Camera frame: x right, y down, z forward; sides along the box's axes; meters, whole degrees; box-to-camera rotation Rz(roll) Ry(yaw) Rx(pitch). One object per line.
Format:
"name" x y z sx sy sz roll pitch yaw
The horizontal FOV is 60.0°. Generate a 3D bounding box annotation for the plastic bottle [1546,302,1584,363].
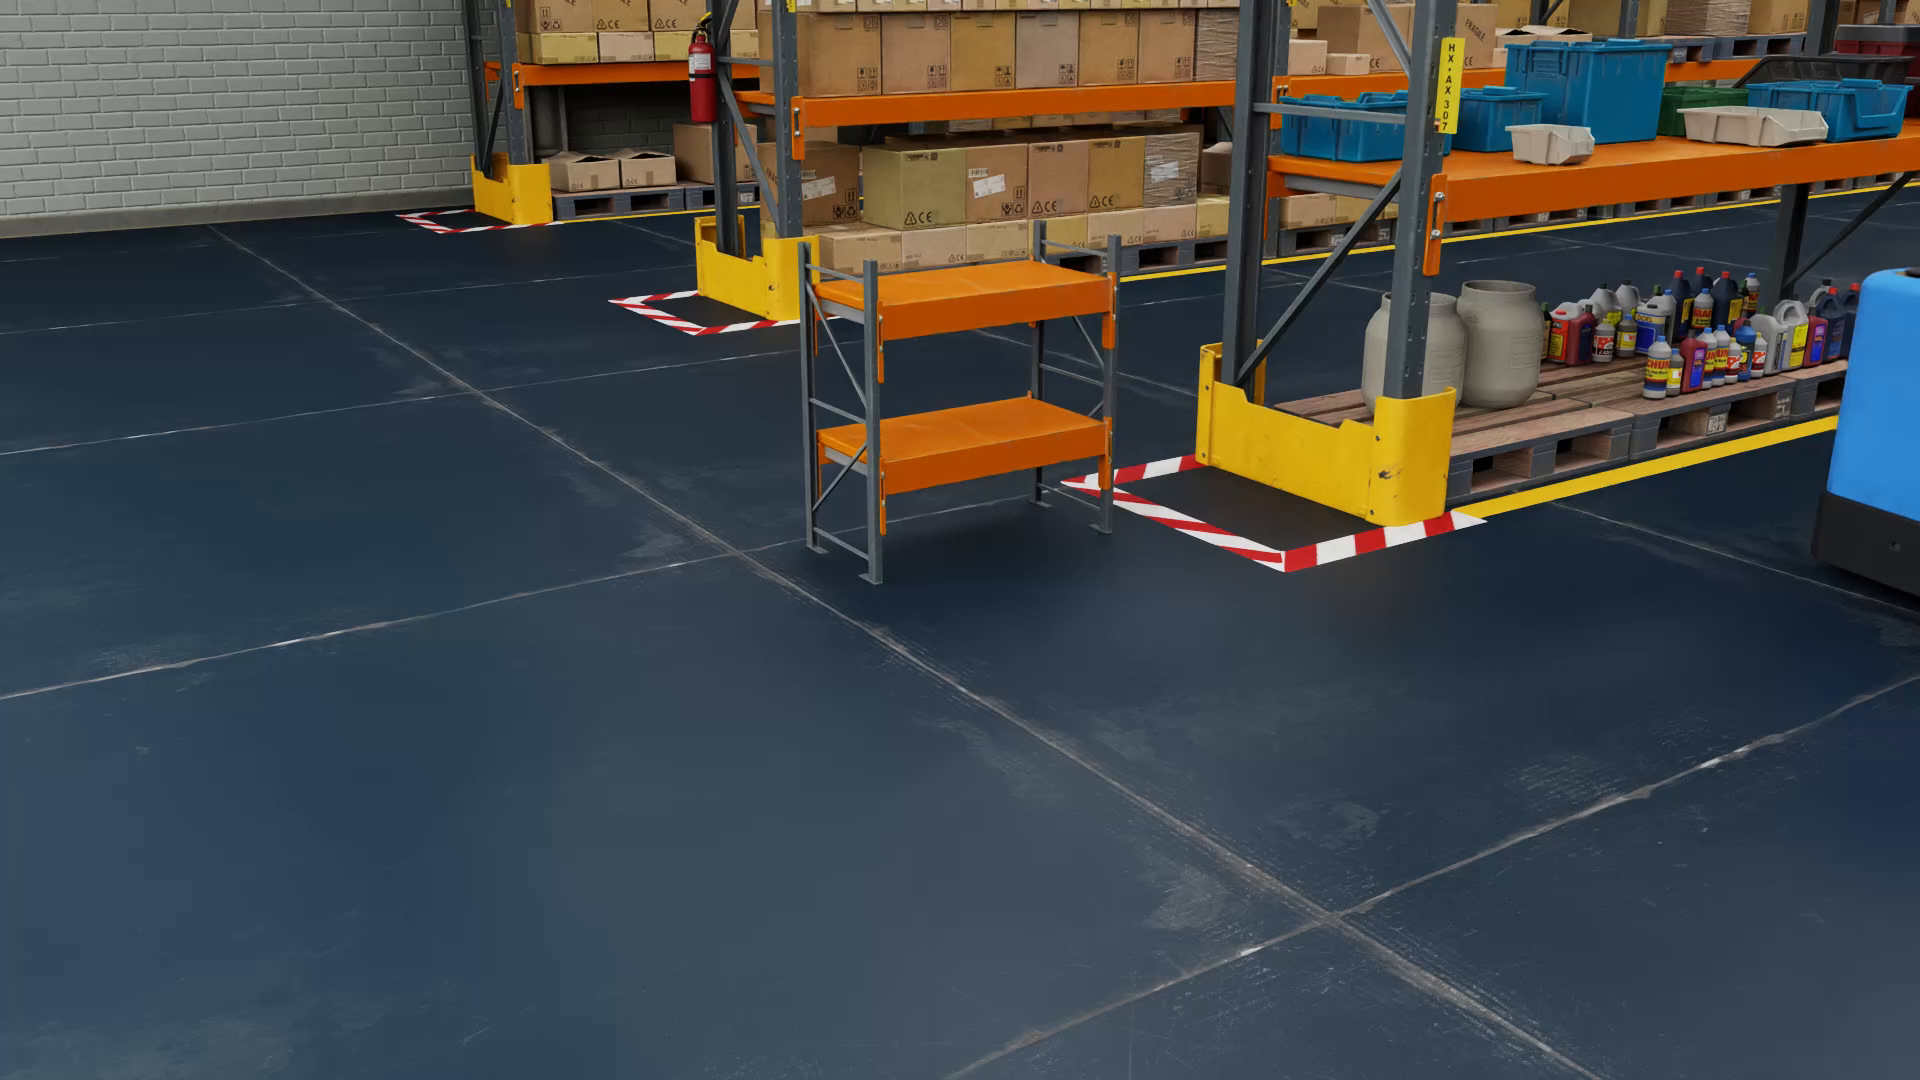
"plastic bottle" 2.951 -1.020 8.144 0.135 0.276 0.152 -12 22 -31

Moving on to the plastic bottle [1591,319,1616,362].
"plastic bottle" 3.151 -0.979 8.139 0.097 0.201 0.097 0 19 0

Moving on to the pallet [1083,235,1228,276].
"pallet" 1.365 -2.204 12.435 1.213 0.211 1.003 -12 22 -31

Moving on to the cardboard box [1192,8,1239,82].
"cardboard box" 1.685 -3.622 12.118 0.500 0.500 0.700 -13 22 -33

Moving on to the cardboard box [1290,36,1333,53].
"cardboard box" 2.685 -3.795 12.995 0.258 0.266 0.396 -13 22 -33

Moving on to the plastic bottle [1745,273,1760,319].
"plastic bottle" 4.266 -1.306 8.996 0.097 0.271 0.097 0 19 0

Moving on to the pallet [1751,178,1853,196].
"pallet" 8.075 -3.589 16.531 1.213 0.211 1.003 -12 22 -31

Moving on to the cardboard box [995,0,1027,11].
"cardboard box" 0.232 -3.543 10.873 0.250 0.149 0.380 -12 22 -32

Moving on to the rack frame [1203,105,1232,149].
"rack frame" 2.665 -5.683 18.372 0.127 3.000 1.000 -12 22 -31

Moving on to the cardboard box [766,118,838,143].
"cardboard box" -1.520 -3.809 16.045 0.500 0.500 0.500 -14 23 -35

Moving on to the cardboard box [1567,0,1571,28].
"cardboard box" 7.683 -6.879 21.440 0.700 0.700 0.980 -13 23 -34

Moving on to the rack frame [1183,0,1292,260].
"rack frame" 2.052 -3.654 12.370 0.127 3.000 1.000 -12 22 -31

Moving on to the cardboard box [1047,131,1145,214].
"cardboard box" 0.945 -2.592 11.694 0.500 0.500 0.500 -12 22 -31

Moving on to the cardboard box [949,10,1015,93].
"cardboard box" -0.038 -3.256 11.035 0.500 0.500 0.700 -12 22 -31

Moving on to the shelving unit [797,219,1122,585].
"shelving unit" 0.006 -0.534 6.068 1.048 1.125 0.538 -12 22 -31

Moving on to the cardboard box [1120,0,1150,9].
"cardboard box" 1.092 -3.725 11.410 0.250 0.149 0.380 -12 22 -32

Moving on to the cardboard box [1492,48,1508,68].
"cardboard box" 4.359 -4.000 13.785 0.250 0.149 0.380 -10 21 -27

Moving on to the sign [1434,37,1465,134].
"sign" 1.731 -1.607 5.883 0.005 0.325 0.100 -12 22 -31

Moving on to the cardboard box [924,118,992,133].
"cardboard box" -0.070 -4.137 17.014 0.500 0.500 0.700 -11 22 -30

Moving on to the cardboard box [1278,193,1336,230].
"cardboard box" 2.525 -2.555 12.757 0.500 0.250 0.500 -13 22 -33

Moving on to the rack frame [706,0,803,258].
"rack frame" -1.289 -2.950 10.286 0.127 3.000 1.000 -12 22 -31

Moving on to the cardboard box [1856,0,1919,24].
"cardboard box" 9.309 -5.128 16.572 0.500 0.500 0.500 -11 22 -30

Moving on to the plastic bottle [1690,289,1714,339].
"plastic bottle" 3.816 -1.156 8.552 0.097 0.271 0.097 0 19 0

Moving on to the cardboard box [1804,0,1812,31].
"cardboard box" 8.215 -5.286 16.385 0.700 0.500 0.500 14 23 35

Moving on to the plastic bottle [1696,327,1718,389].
"plastic bottle" 3.404 -0.836 7.608 0.097 0.271 0.097 0 19 0

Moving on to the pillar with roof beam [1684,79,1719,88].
"pillar with roof beam" 13.493 -9.490 20.264 0.400 9.000 9.100 -12 22 -31

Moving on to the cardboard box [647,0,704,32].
"cardboard box" -2.599 -4.745 14.629 0.500 0.500 0.500 -13 22 -33

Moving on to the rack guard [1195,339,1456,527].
"rack guard" 1.470 -0.466 6.842 0.348 0.500 1.175 -12 22 -31

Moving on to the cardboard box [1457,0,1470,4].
"cardboard box" 5.759 -6.437 19.949 0.500 0.500 0.500 -12 22 -32

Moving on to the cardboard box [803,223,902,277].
"cardboard box" -0.719 -1.881 10.763 0.500 0.250 0.500 -12 22 -31

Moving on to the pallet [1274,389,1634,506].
"pallet" 2.151 -0.471 7.308 1.213 0.211 1.003 -12 22 -31

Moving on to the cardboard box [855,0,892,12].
"cardboard box" -0.624 -3.363 10.340 0.250 0.149 0.380 -13 22 -33

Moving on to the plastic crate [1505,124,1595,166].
"plastic crate" 2.357 -1.571 6.619 0.250 0.136 0.298 -12 22 -31

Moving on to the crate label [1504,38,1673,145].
"crate label" 2.821 -2.037 7.532 0.616 0.435 0.502 -12 22 -31

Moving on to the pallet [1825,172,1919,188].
"pallet" 9.307 -3.863 17.342 1.213 0.211 1.003 -12 22 -31

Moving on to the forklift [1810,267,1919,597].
"forklift" 4.564 -1.309 5.539 3.031 2.935 1.130 -8 20 -21

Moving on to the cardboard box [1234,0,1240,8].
"cardboard box" 1.943 -3.904 11.939 0.250 0.149 0.380 -12 22 -31

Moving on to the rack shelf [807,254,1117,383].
"rack shelf" 0.006 -0.811 5.974 1.000 0.278 0.538 -12 22 -31

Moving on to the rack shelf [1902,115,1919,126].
"rack shelf" 6.443 -2.340 9.606 4.000 0.370 1.077 -12 22 -31

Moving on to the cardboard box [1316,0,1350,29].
"cardboard box" 4.069 -6.075 18.878 0.500 0.500 0.500 -12 22 -32

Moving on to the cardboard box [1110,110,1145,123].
"cardboard box" 1.598 -4.507 18.109 0.500 0.500 0.700 -12 22 -31

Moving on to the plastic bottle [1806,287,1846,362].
"plastic bottle" 4.233 -1.058 8.139 0.185 0.351 0.144 -13 23 -34

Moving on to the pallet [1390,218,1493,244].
"pallet" 3.666 -2.690 13.871 1.213 0.211 1.003 -12 22 -31

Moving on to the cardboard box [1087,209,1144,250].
"cardboard box" 0.952 -2.233 11.804 0.500 0.250 0.500 -12 22 -31

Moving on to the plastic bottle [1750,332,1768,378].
"plastic bottle" 3.742 -0.874 7.830 0.097 0.201 0.097 0 19 0

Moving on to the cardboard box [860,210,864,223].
"cardboard box" -0.592 -2.111 11.442 0.500 0.250 0.500 -12 22 -31

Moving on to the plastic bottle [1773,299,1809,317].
"plastic bottle" 4.131 -1.058 8.255 0.135 0.276 0.152 -12 22 -31

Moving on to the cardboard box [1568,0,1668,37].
"cardboard box" 5.857 -4.746 14.788 0.700 0.500 0.500 14 23 35

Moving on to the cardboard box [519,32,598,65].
"cardboard box" -3.434 -4.213 14.227 0.500 0.250 0.500 -13 22 -33

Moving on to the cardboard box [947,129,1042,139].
"cardboard box" 0.241 -2.643 11.846 0.500 0.500 0.500 -12 22 -31

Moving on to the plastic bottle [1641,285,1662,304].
"plastic bottle" 3.552 -1.168 8.570 0.133 0.283 0.061 -11 21 -29
